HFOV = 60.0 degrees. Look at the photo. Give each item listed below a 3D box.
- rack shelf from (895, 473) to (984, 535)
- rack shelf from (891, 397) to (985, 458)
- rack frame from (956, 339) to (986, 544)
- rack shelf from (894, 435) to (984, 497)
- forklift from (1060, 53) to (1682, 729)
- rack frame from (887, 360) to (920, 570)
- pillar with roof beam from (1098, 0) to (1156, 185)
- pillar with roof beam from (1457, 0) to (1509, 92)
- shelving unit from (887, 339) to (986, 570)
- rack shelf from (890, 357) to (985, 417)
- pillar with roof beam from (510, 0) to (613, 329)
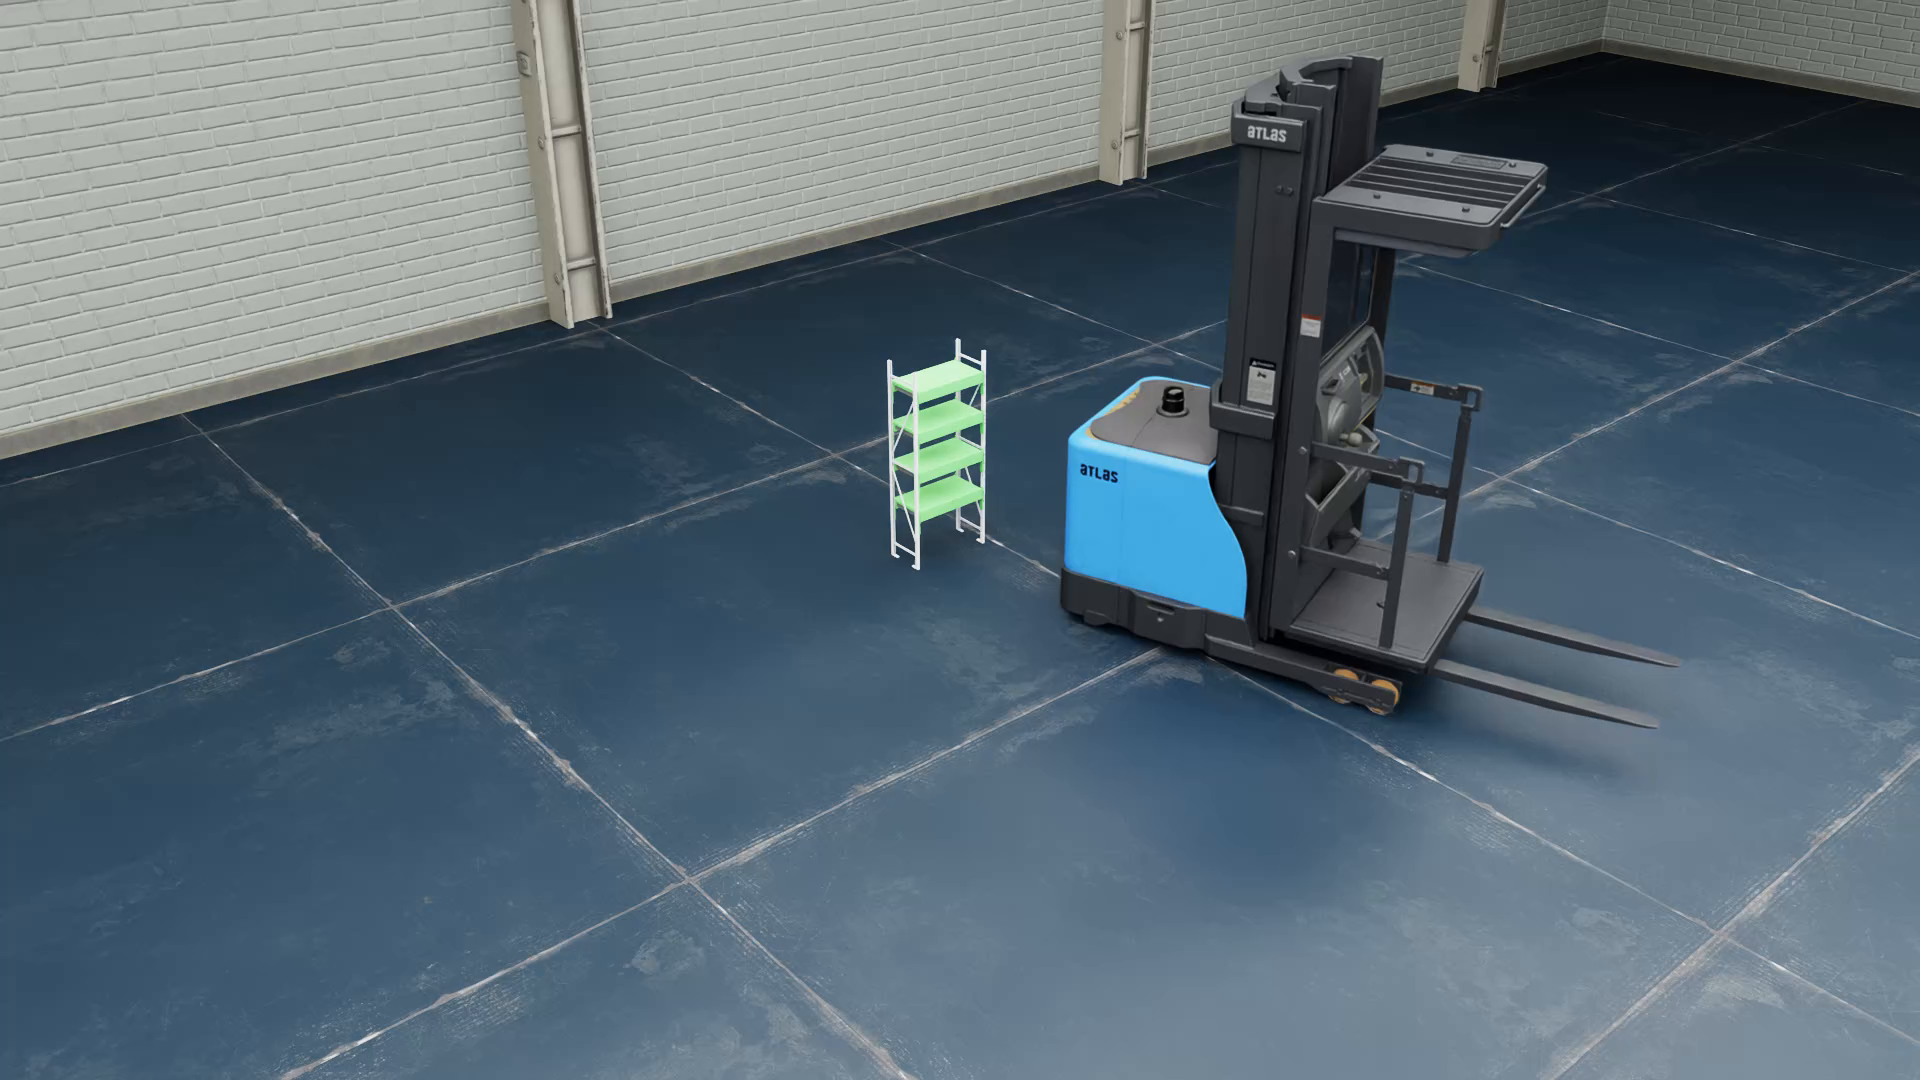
[{"bbox_3d":[-0.126,-0.211,9.516,0.480,0.148,0.258,-22,35,-35],"label":"rack shelf"},{"bbox_3d":[-0.126,-0.634,9.289,0.480,0.148,0.258,-22,35,-35],"label":"rack shelf"},{"bbox_3d":[0.060,-0.553,9.512,0.015,1.200,0.240,-22,35,-35],"label":"rack frame"},{"bbox_3d":[-0.126,-0.422,9.403,0.480,0.148,0.258,-22,35,-35],"label":"rack shelf"},{"bbox_3d":[2.072,-0.725,7.997,3.031,2.935,1.130,15,32,26],"label":"forklift"},{"bbox_3d":[-0.312,-0.404,9.233,0.015,1.200,0.240,-22,35,-35],"label":"rack frame"},{"bbox_3d":[4.393,-6.001,11.432,0.400,9.000,9.100,-22,35,-35],"label":"pillar with roof beam"},{"bbox_3d":[8.958,-7.836,14.866,0.400,9.000,9.100,-22,35,-35],"label":"pillar with roof beam"},{"bbox_3d":[-0.126,-0.479,9.372,0.503,1.200,0.258,-22,35,-35],"label":"shelving unit"},{"bbox_3d":[-0.126,-0.846,9.176,0.480,0.148,0.258,-22,35,-35],"label":"rack shelf"},{"bbox_3d":[-0.171,-4.166,7.997,0.400,9.000,9.100,-22,35,-35],"label":"pillar with roof beam"}]
